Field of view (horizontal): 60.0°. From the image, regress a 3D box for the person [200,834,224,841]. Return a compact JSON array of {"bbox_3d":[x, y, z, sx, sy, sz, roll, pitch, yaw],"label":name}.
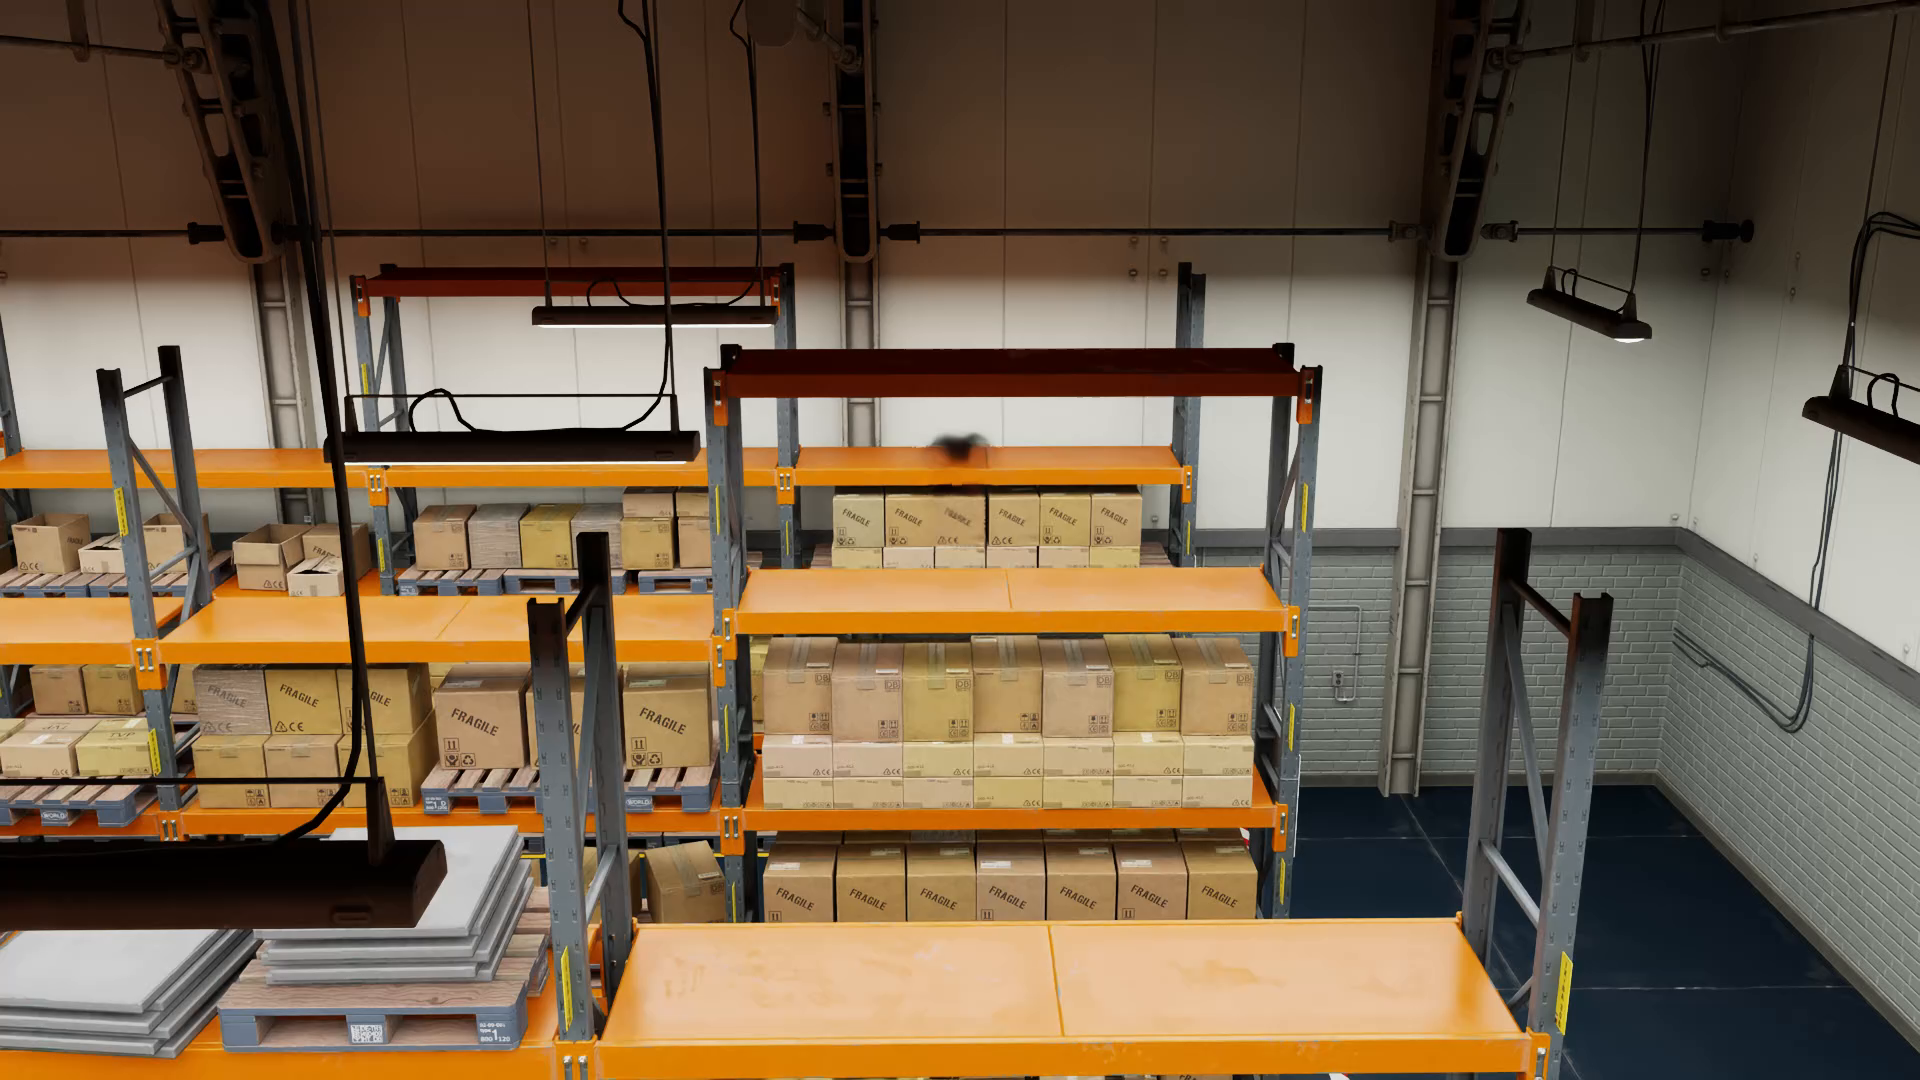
[{"bbox_3d":[-6.455,3.198,14.591,0.519,1.669,0.428,-2,16,-7],"label":"person"}]
